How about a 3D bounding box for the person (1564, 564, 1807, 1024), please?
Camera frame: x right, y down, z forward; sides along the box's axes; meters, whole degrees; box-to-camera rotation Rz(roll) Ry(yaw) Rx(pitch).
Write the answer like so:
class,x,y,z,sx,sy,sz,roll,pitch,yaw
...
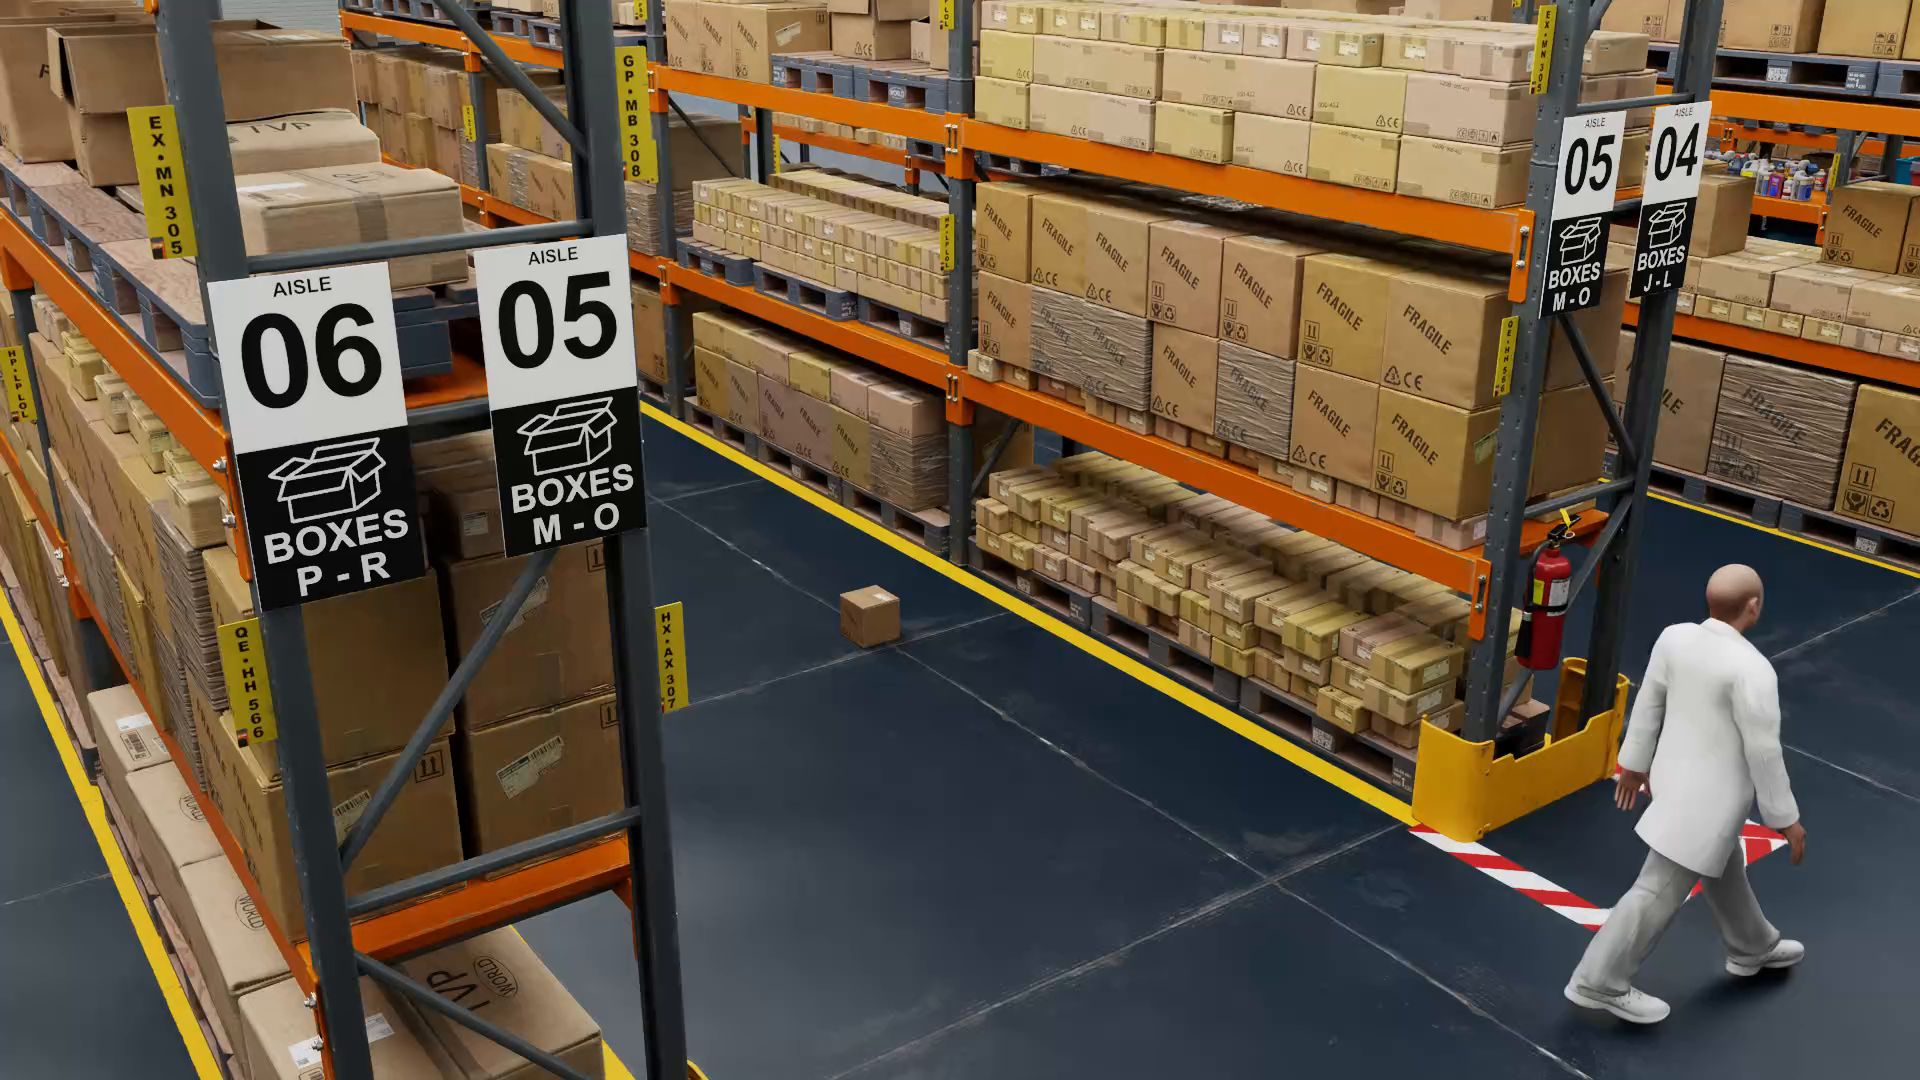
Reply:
class,x,y,z,sx,sy,sz,roll,pitch,yaw
person,2.832,0.934,6.158,1.081,1.710,0.659,-1,21,-4
